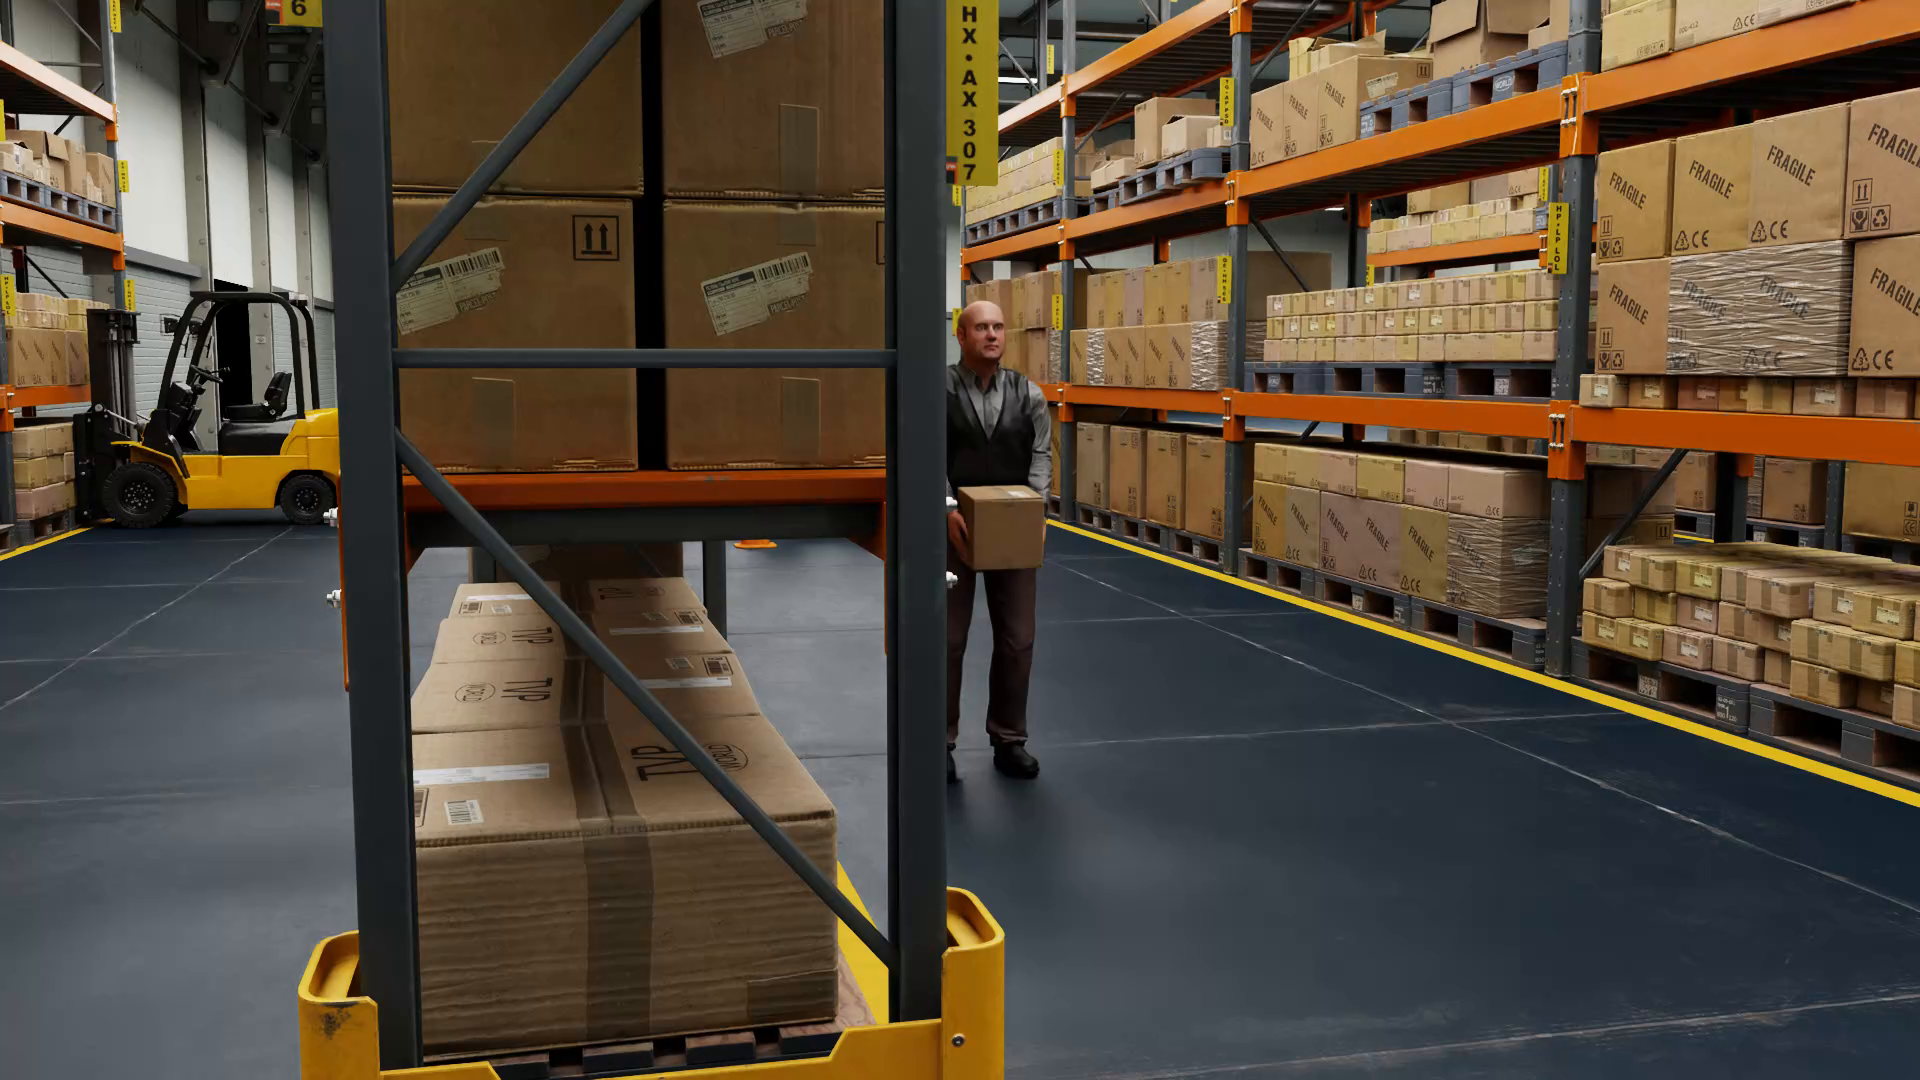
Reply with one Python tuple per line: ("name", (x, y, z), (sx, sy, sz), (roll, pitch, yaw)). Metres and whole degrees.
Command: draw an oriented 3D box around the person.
("person", (0.095, -0.001, 6.036), (0.532, 1.727, 0.522), (-1, 6, -14))
